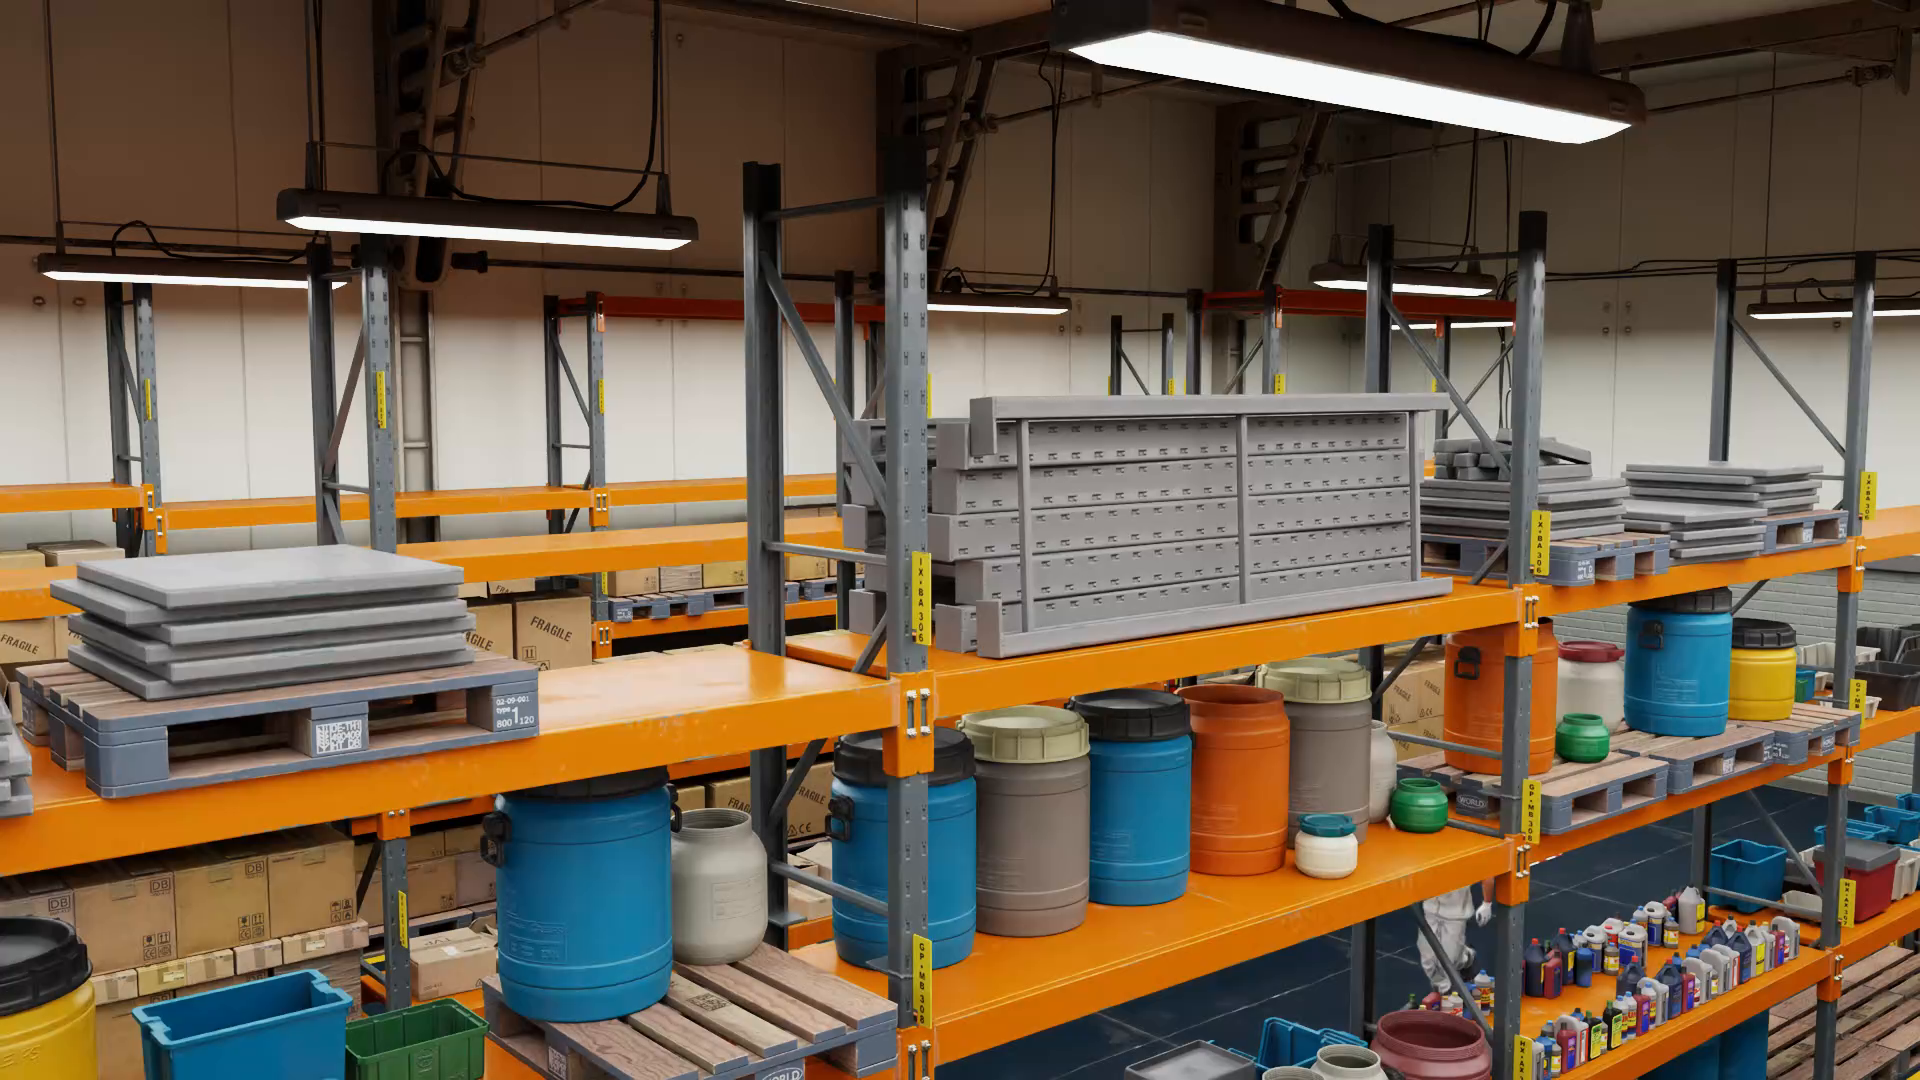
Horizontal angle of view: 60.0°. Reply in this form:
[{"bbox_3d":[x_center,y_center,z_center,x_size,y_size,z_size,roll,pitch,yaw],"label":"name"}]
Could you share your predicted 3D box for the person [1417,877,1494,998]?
[{"bbox_3d":[3.943,3.029,13.443,0.712,1.735,0.701,-5,8,-44],"label":"person"}]
